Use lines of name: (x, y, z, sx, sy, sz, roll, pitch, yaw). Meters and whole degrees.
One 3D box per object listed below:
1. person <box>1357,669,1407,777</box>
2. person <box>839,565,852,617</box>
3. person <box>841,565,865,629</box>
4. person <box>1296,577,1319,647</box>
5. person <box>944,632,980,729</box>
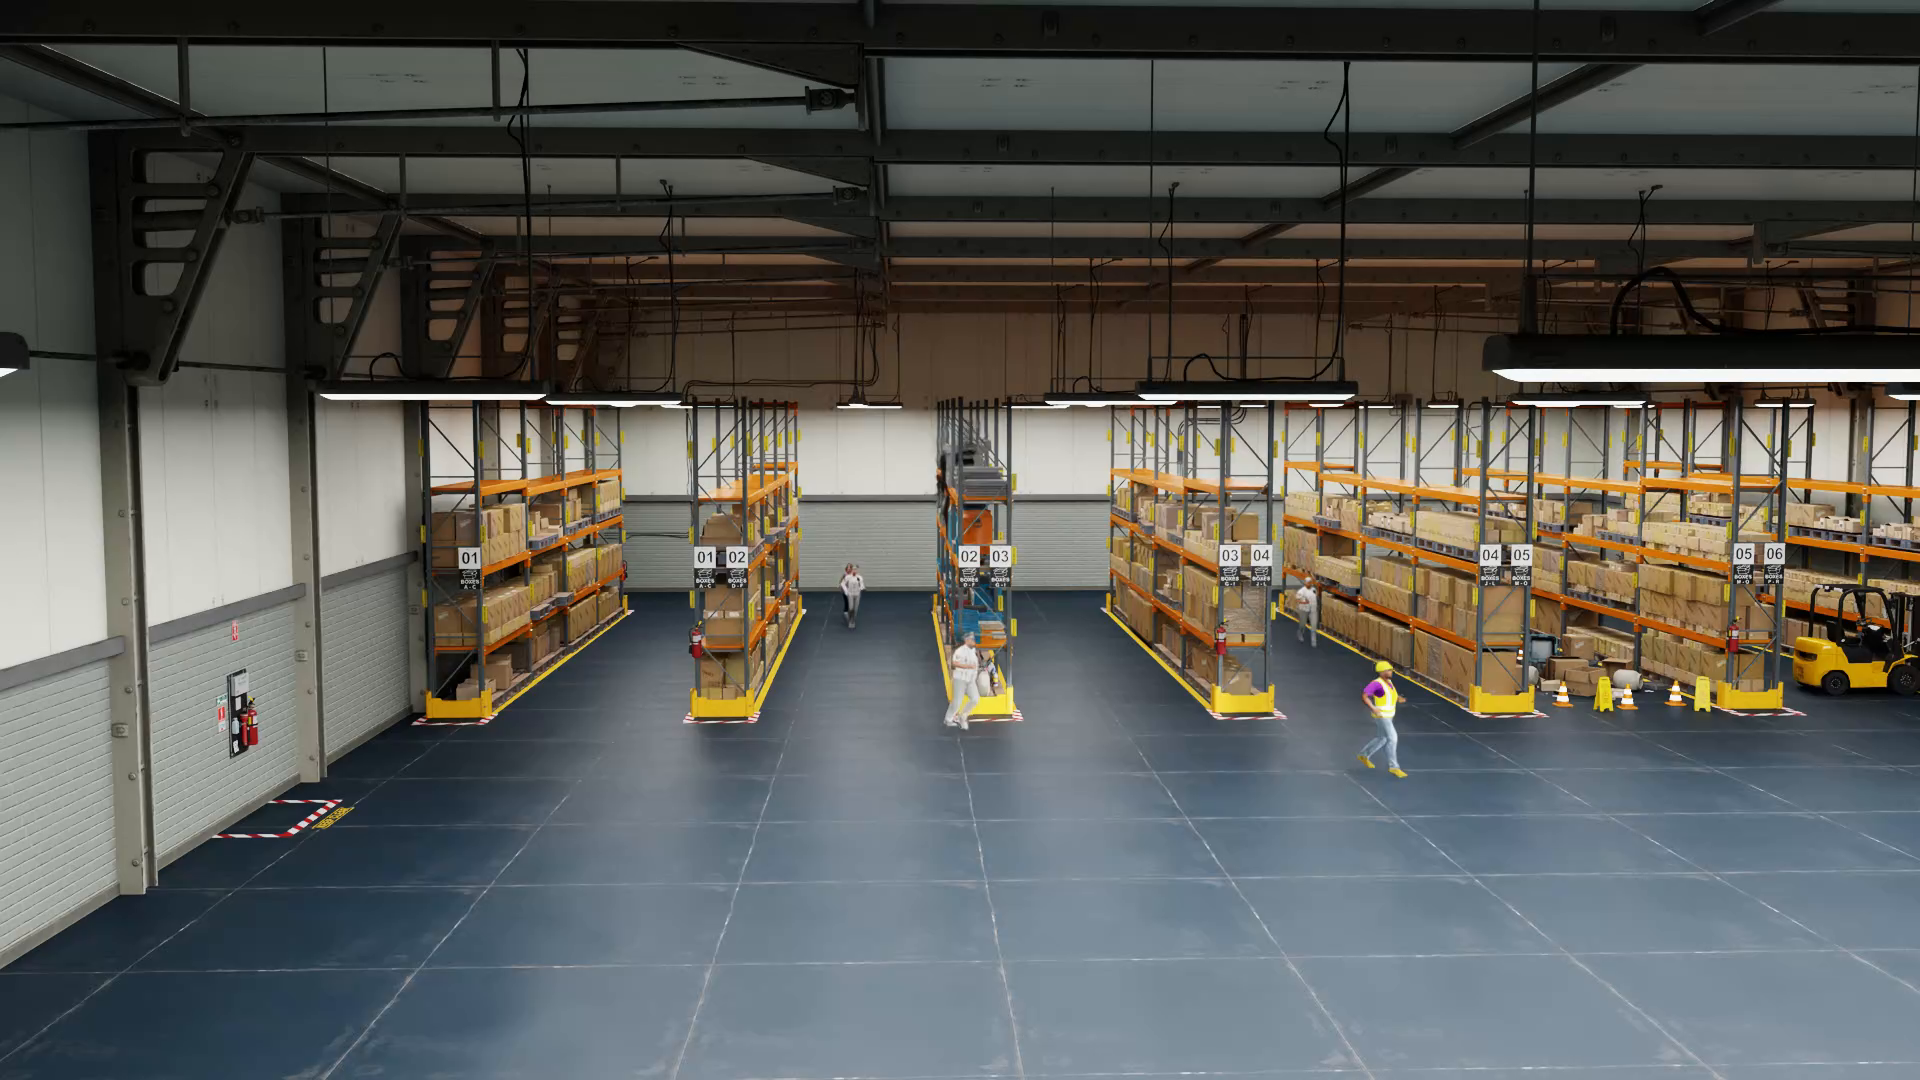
person: (6.680, 2.820, 26.251, 0.841, 1.751, 0.688, 3, 5, 30)
person: (-3.026, 1.450, 45.231, 0.534, 1.587, 0.817, -1, 5, -13)
person: (-2.813, 1.497, 43.957, 0.587, 1.708, 0.660, -1, 5, -14)
person: (8.511, 1.735, 40.675, 0.606, 1.662, 0.943, -1, 4, -7)
person: (0.135, 2.548, 30.113, 0.666, 1.787, 0.685, -4, 6, -42)
